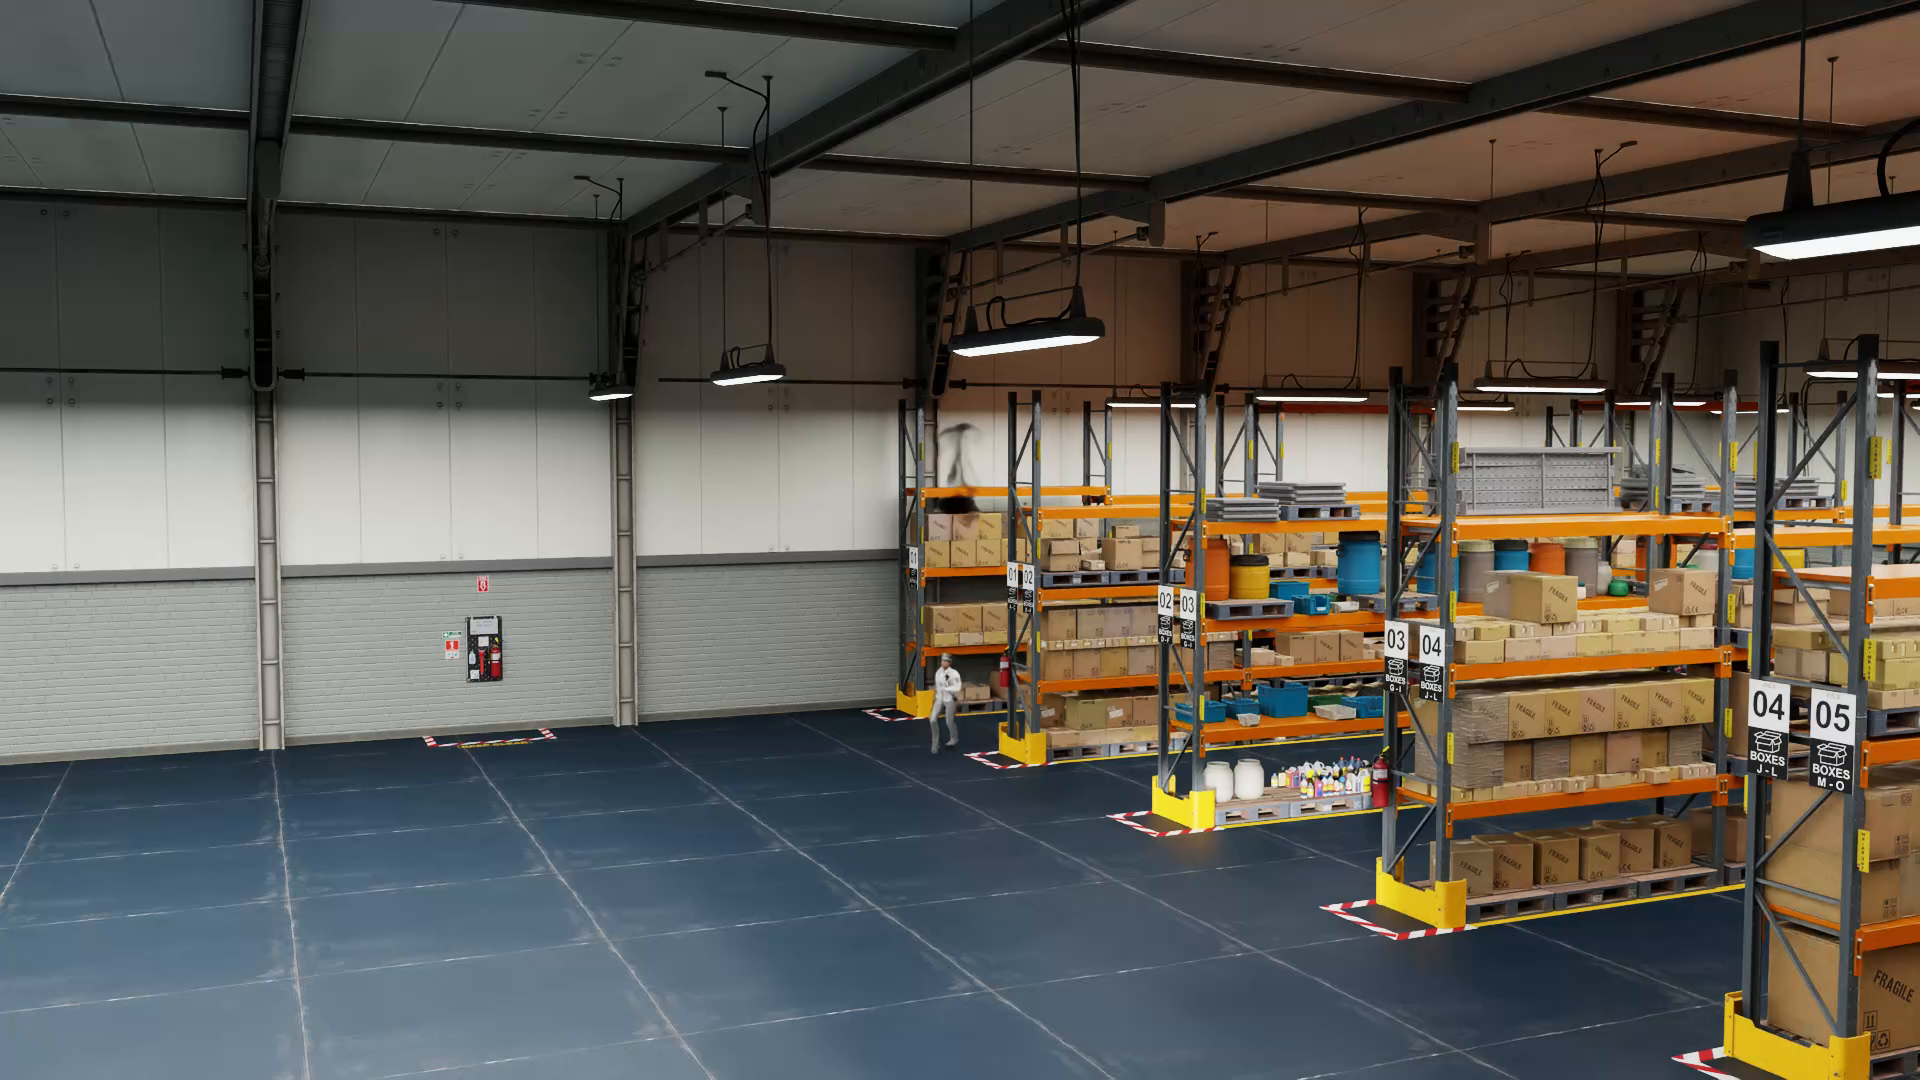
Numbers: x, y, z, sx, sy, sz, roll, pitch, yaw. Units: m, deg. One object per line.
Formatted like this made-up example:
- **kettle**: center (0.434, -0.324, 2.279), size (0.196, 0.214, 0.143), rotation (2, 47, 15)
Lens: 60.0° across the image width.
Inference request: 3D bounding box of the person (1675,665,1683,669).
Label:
- **person**: center (13.292, 2.582, 30.413), size (0.554, 1.617, 0.570), rotation (-2, 4, -28)

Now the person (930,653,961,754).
- **person**: center (-0.185, 2.733, 27.799), size (0.611, 1.750, 0.735), rotation (2, 4, 32)
